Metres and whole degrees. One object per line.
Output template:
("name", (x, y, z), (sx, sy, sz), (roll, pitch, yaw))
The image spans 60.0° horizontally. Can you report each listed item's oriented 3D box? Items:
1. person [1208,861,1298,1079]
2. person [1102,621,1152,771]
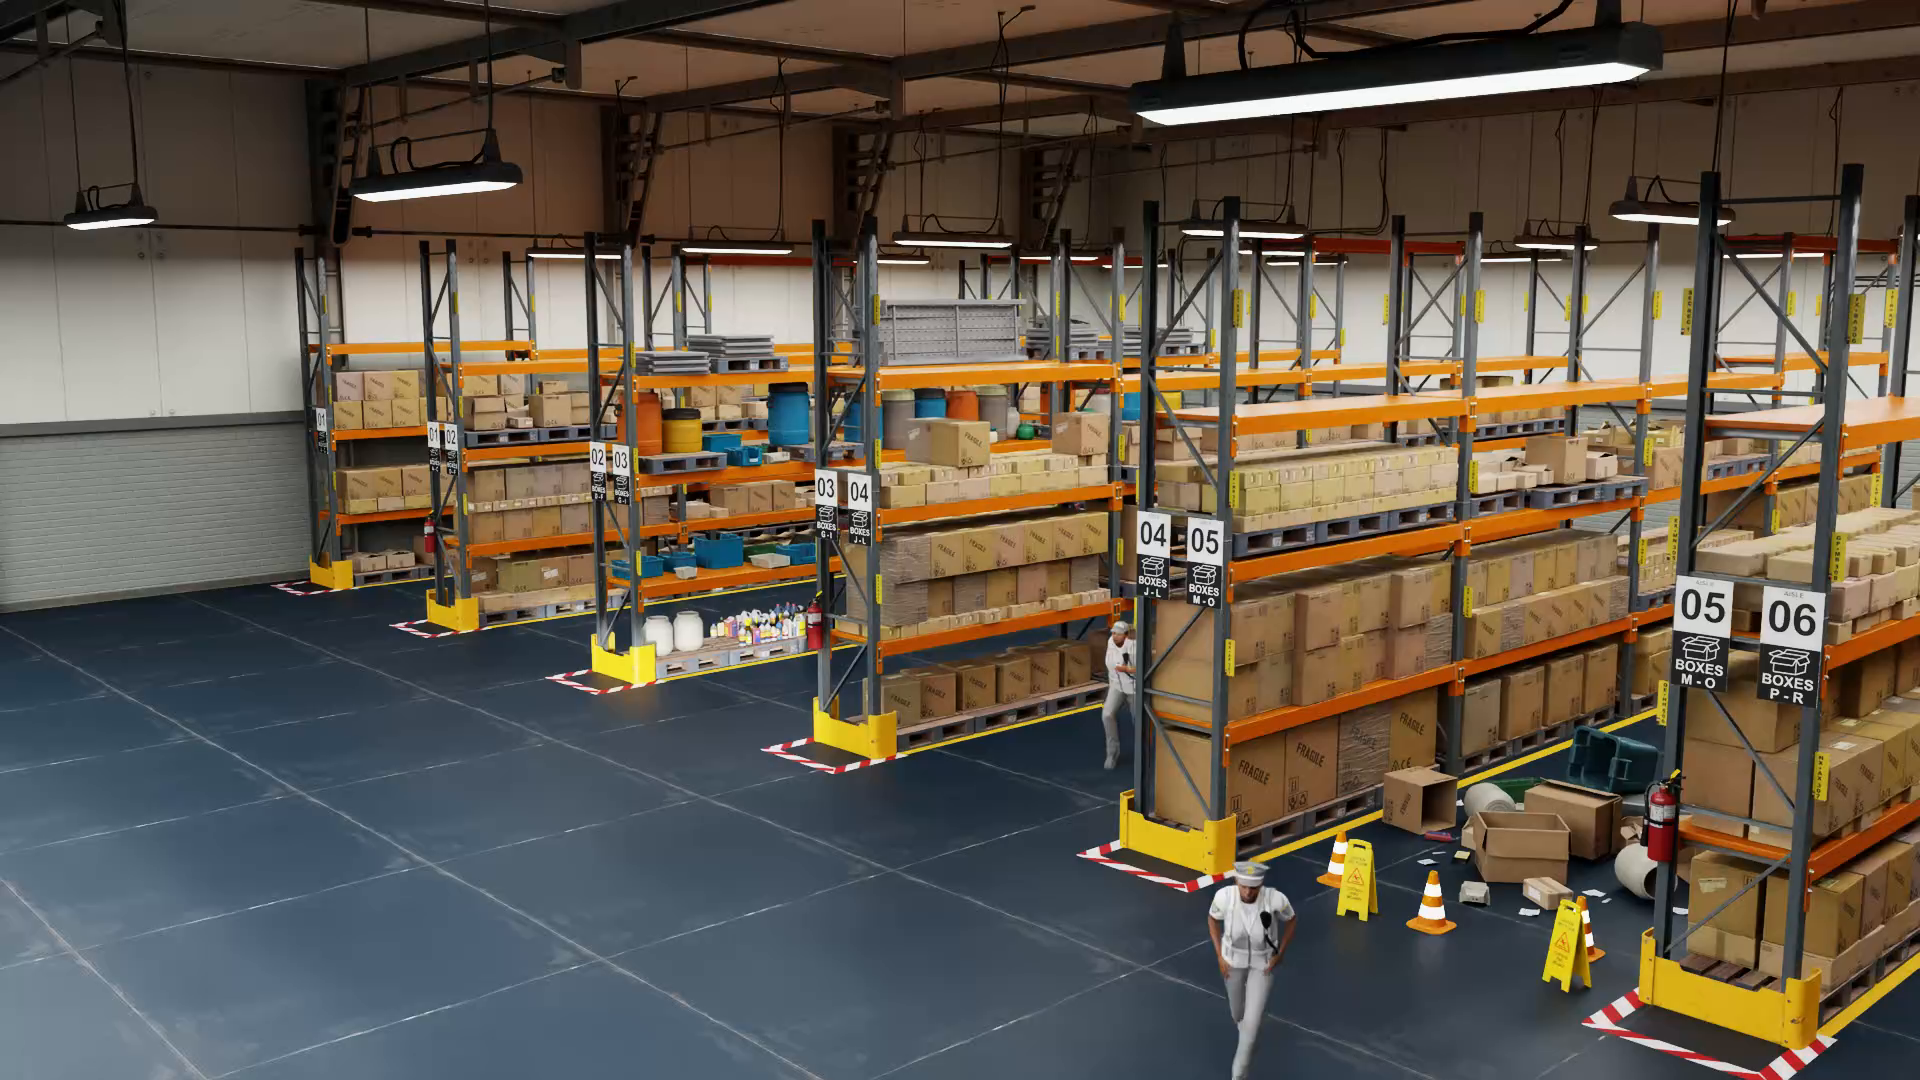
("person", (1.938, 2.802, 11.031), (0.573, 1.631, 0.905), (1, 8, 10))
("person", (1.888, 1.682, 18.449), (0.600, 1.676, 0.926), (5, 10, 29))
